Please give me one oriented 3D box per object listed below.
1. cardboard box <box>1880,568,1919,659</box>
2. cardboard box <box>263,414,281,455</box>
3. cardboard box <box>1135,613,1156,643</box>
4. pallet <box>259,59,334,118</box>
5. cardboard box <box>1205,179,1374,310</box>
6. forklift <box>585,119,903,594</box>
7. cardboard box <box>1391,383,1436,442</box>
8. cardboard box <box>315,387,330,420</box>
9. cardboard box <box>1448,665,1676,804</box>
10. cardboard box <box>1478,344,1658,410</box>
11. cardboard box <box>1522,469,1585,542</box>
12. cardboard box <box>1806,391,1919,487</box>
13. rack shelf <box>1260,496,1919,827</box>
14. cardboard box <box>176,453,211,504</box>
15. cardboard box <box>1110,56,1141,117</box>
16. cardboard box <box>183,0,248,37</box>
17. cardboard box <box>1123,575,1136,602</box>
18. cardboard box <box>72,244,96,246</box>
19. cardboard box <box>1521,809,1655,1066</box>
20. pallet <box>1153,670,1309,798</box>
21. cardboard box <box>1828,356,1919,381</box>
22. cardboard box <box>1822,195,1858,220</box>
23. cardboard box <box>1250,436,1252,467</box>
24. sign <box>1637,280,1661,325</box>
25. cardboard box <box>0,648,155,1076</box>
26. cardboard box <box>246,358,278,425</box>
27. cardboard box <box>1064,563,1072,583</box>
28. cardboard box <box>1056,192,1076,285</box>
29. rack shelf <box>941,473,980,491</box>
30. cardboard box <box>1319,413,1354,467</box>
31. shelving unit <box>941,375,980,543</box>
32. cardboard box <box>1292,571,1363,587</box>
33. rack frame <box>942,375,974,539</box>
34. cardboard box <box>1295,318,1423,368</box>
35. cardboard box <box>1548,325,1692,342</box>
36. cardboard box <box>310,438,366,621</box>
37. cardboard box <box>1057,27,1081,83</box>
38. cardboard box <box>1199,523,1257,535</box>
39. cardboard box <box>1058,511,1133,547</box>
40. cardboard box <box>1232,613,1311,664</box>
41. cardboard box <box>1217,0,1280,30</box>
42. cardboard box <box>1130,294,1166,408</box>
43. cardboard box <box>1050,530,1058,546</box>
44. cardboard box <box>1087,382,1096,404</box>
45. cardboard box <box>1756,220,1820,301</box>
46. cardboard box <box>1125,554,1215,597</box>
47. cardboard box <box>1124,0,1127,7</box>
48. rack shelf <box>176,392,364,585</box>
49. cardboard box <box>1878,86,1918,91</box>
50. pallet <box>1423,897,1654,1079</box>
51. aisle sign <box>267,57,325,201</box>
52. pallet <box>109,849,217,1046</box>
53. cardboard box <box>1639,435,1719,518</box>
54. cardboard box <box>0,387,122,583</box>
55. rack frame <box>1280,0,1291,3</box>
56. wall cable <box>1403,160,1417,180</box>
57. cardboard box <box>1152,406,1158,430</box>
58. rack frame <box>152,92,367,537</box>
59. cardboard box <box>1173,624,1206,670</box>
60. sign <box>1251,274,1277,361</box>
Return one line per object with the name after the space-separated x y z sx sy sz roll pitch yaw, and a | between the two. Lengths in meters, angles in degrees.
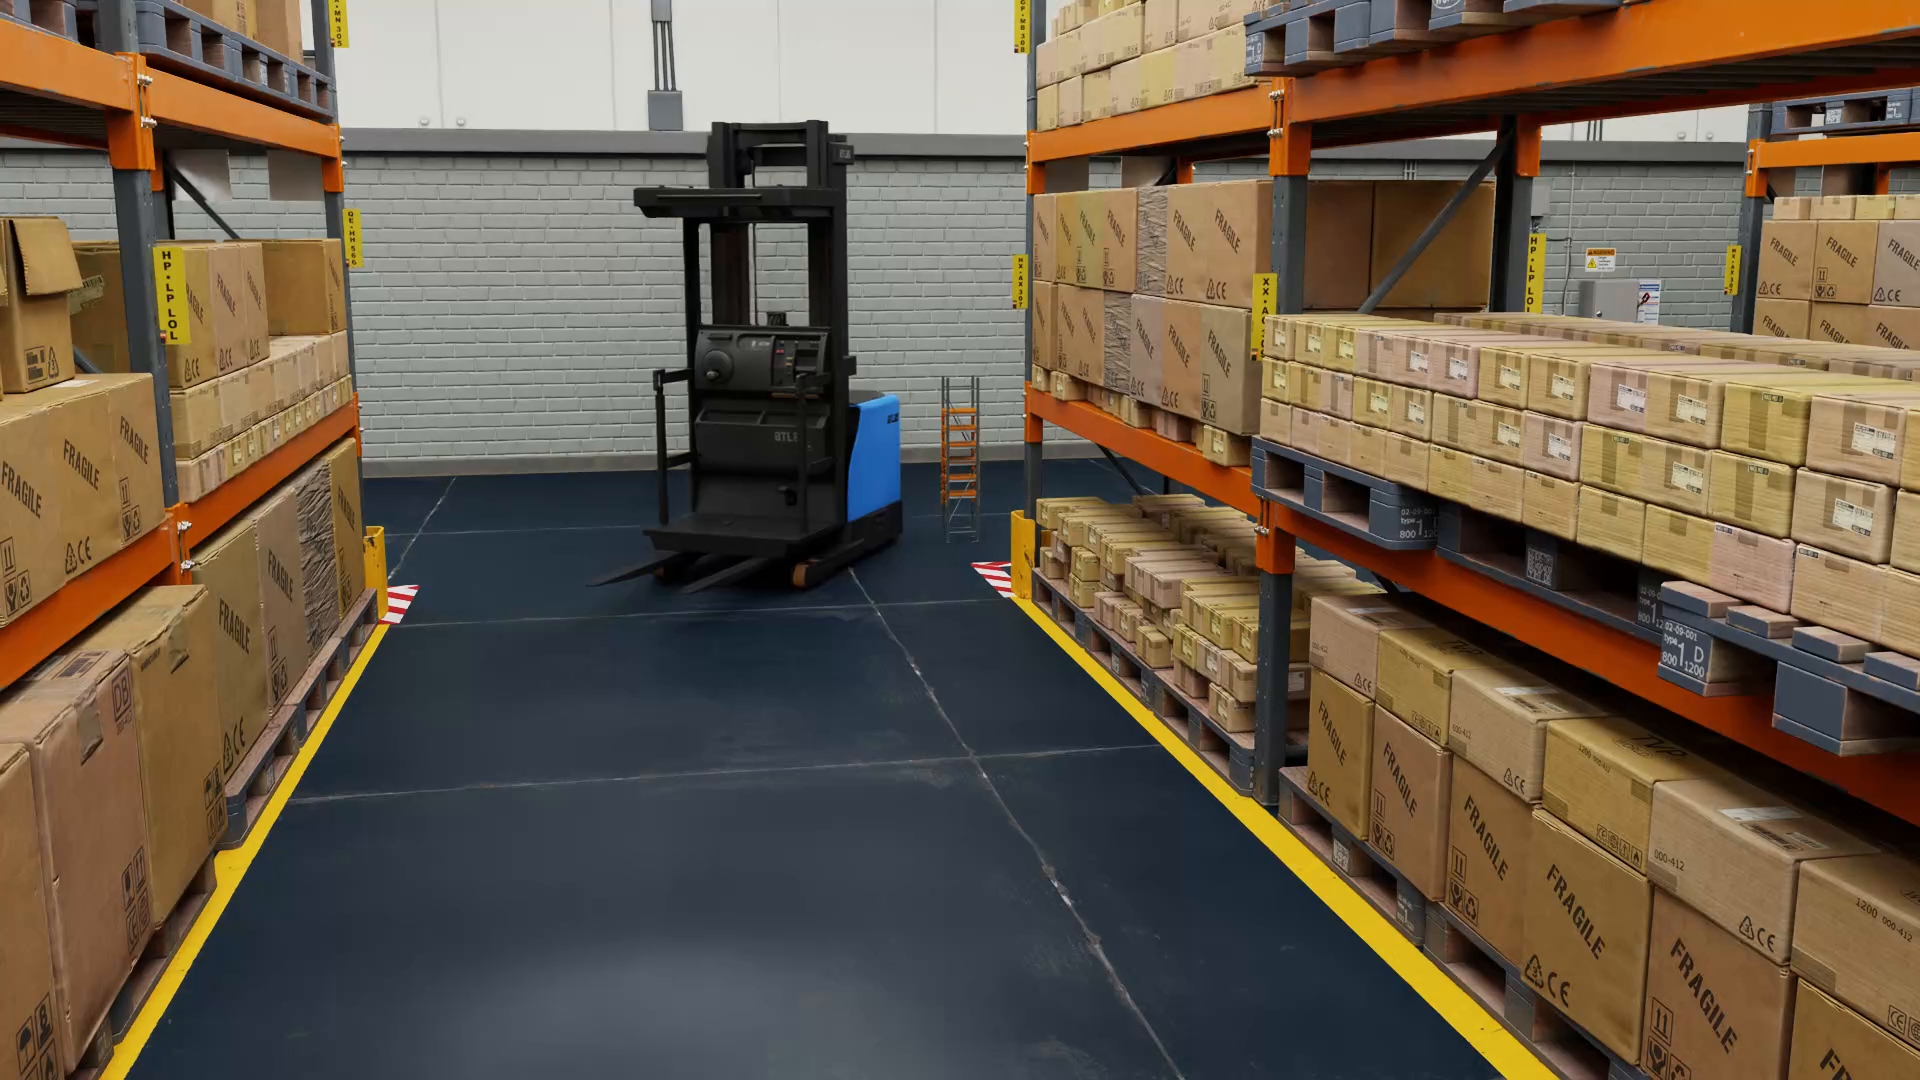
1.913 0.140 2.988 0.380 0.149 0.250 -2 11 -10 | cardboard box
-3.187 -0.456 7.241 0.380 0.149 0.250 -2 11 -10 | cardboard box
1.085 0.457 8.272 0.380 0.149 0.250 -2 11 -10 | cardboard box
-3.827 -2.303 8.490 1.003 0.211 1.213 -2 11 -11 | pallet
1.325 -1.200 6.741 0.500 0.500 0.500 -3 11 -13 | cardboard box
-1.372 -1.208 10.702 1.130 2.935 3.031 4 11 18 | forklift
1.516 -0.385 4.952 0.380 0.149 0.250 -2 11 -9 | cardboard box
-3.441 -0.692 8.484 0.380 0.149 0.250 -2 11 -10 | cardboard box
1.767 0.553 4.827 0.500 0.250 0.500 -2 11 -9 | cardboard box
1.615 -0.437 4.427 0.380 0.149 0.250 -2 11 -9 | cardboard box
1.668 -0.096 4.225 0.380 0.149 0.250 -2 11 -9 | cardboard box
1.868 -0.198 3.172 0.380 0.149 0.250 -2 11 -12 | cardboard box
2.070 0.283 4.611 1.077 0.370 4.000 -2 11 -11 | rack shelf
-2.935 -0.218 5.992 0.380 0.149 0.250 -2 11 -11 | cardboard box
1.041 -2.193 8.075 0.500 0.250 0.500 -2 11 -11 | cardboard box
-3.477 -2.394 7.074 0.700 0.500 0.500 -2 11 -9 | cardboard box
1.067 0.221 8.718 0.380 0.149 0.250 -2 11 -8 | cardboard box
-3.649 -0.883 6.412 0.500 0.500 0.500 -2 11 -10 | cardboard box
1.859 1.015 4.402 0.500 0.500 0.500 -3 11 -14 | cardboard box
1.516 0.811 7.372 1.003 0.211 1.213 -2 11 -11 | pallet
2.356 -0.363 4.038 0.380 0.149 0.250 -2 11 -8 | cardboard box
5.596 -2.056 10.298 0.380 0.149 0.250 -2 11 -9 | cardboard box
1.396 -0.358 6.724 0.380 0.149 0.250 -2 11 -12 | cardboard box
7.153 -2.461 17.361 0.329 0.494 0.001 -2 11 -11 | sign
-2.885 0.843 4.306 1.225 0.875 0.875 -3 11 -13 | cardboard box
-3.236 -0.630 7.087 0.500 0.250 0.500 -2 11 -10 | cardboard box
0.823 0.176 9.750 0.380 0.149 0.250 -2 11 -11 | cardboard box
0.835 -1.673 9.226 0.500 0.500 0.500 -2 11 -9 | cardboard box
0.003 -0.425 12.101 0.258 0.103 0.180 -2 11 -11 | rack shelf
1.411 -0.334 5.480 0.380 0.149 0.250 -2 11 -11 | cardboard box
0.003 -0.587 12.070 0.258 1.200 0.189 -2 11 -11 | shelving unit
1.652 0.250 7.772 0.380 0.149 0.250 -2 11 -12 | cardboard box
-0.015 -0.604 12.159 0.240 1.200 0.006 -2 11 -11 | rack frame
1.367 -0.672 5.664 0.380 0.149 0.250 -2 11 -9 | cardboard box
2.104 -0.601 5.289 0.380 0.149 0.250 -2 11 -11 | cardboard box
-3.779 -0.057 9.033 0.875 0.875 0.875 -2 11 -11 | cardboard box
0.836 -2.630 9.036 0.500 0.250 0.500 -2 11 -12 | cardboard box
1.517 0.007 9.047 0.380 0.149 0.250 -2 11 -9 | cardboard box
0.767 -0.063 9.417 0.380 0.149 0.250 -2 11 -11 | cardboard box
1.357 0.409 6.935 0.380 0.149 0.250 -2 11 -9 | cardboard box
1.342 -2.158 6.553 0.500 0.250 0.500 -3 11 -14 | cardboard box
1.115 -0.897 7.826 0.500 0.500 0.500 -2 11 -11 | cardboard box
0.753 -0.017 9.970 0.380 0.149 0.250 -2 11 -9 | cardboard box
0.920 -0.837 9.243 0.380 0.149 0.250 -2 11 -8 | cardboard box
5.553 -1.811 10.748 0.500 0.500 0.500 -2 11 -12 | cardboard box
1.031 0.173 8.178 0.380 0.149 0.250 -3 11 -13 | cardboard box
1.016 -2.658 8.116 0.380 0.149 0.250 -2 11 -9 | cardboard box
-3.593 -0.289 7.615 1.077 0.370 4.000 -2 11 -11 | rack shelf
5.725 -2.767 9.970 0.380 0.149 0.250 -2 11 -9 | cardboard box
2.075 1.300 4.803 1.003 0.211 1.213 -2 11 -11 | pallet
-3.701 -2.310 9.358 0.394 0.787 0.004 -2 11 -11 | aisle sign
-2.980 1.233 5.152 1.003 0.211 1.213 -2 11 -11 | pallet
1.761 -0.149 3.713 0.380 0.149 0.250 -2 11 -11 | cardboard box
-2.755 -0.158 4.734 0.500 0.500 0.500 -2 11 -9 | cardboard box
1.681 -3.384 5.910 1.000 3.000 0.127 -2 11 -11 | rack frame
4.620 -2.917 16.699 0.585 1.953 0.123 -2 11 -11 | wall cable
1.141 -0.598 7.985 0.380 0.149 0.250 -2 11 -12 | cardboard box
-3.982 -1.009 9.475 1.000 3.000 0.127 -2 11 -11 | rack frame
1.174 0.467 7.426 0.380 0.149 0.250 -3 11 -13 | cardboard box
1.151 -0.841 6.278 0.100 0.325 0.005 -2 11 -11 | sign
